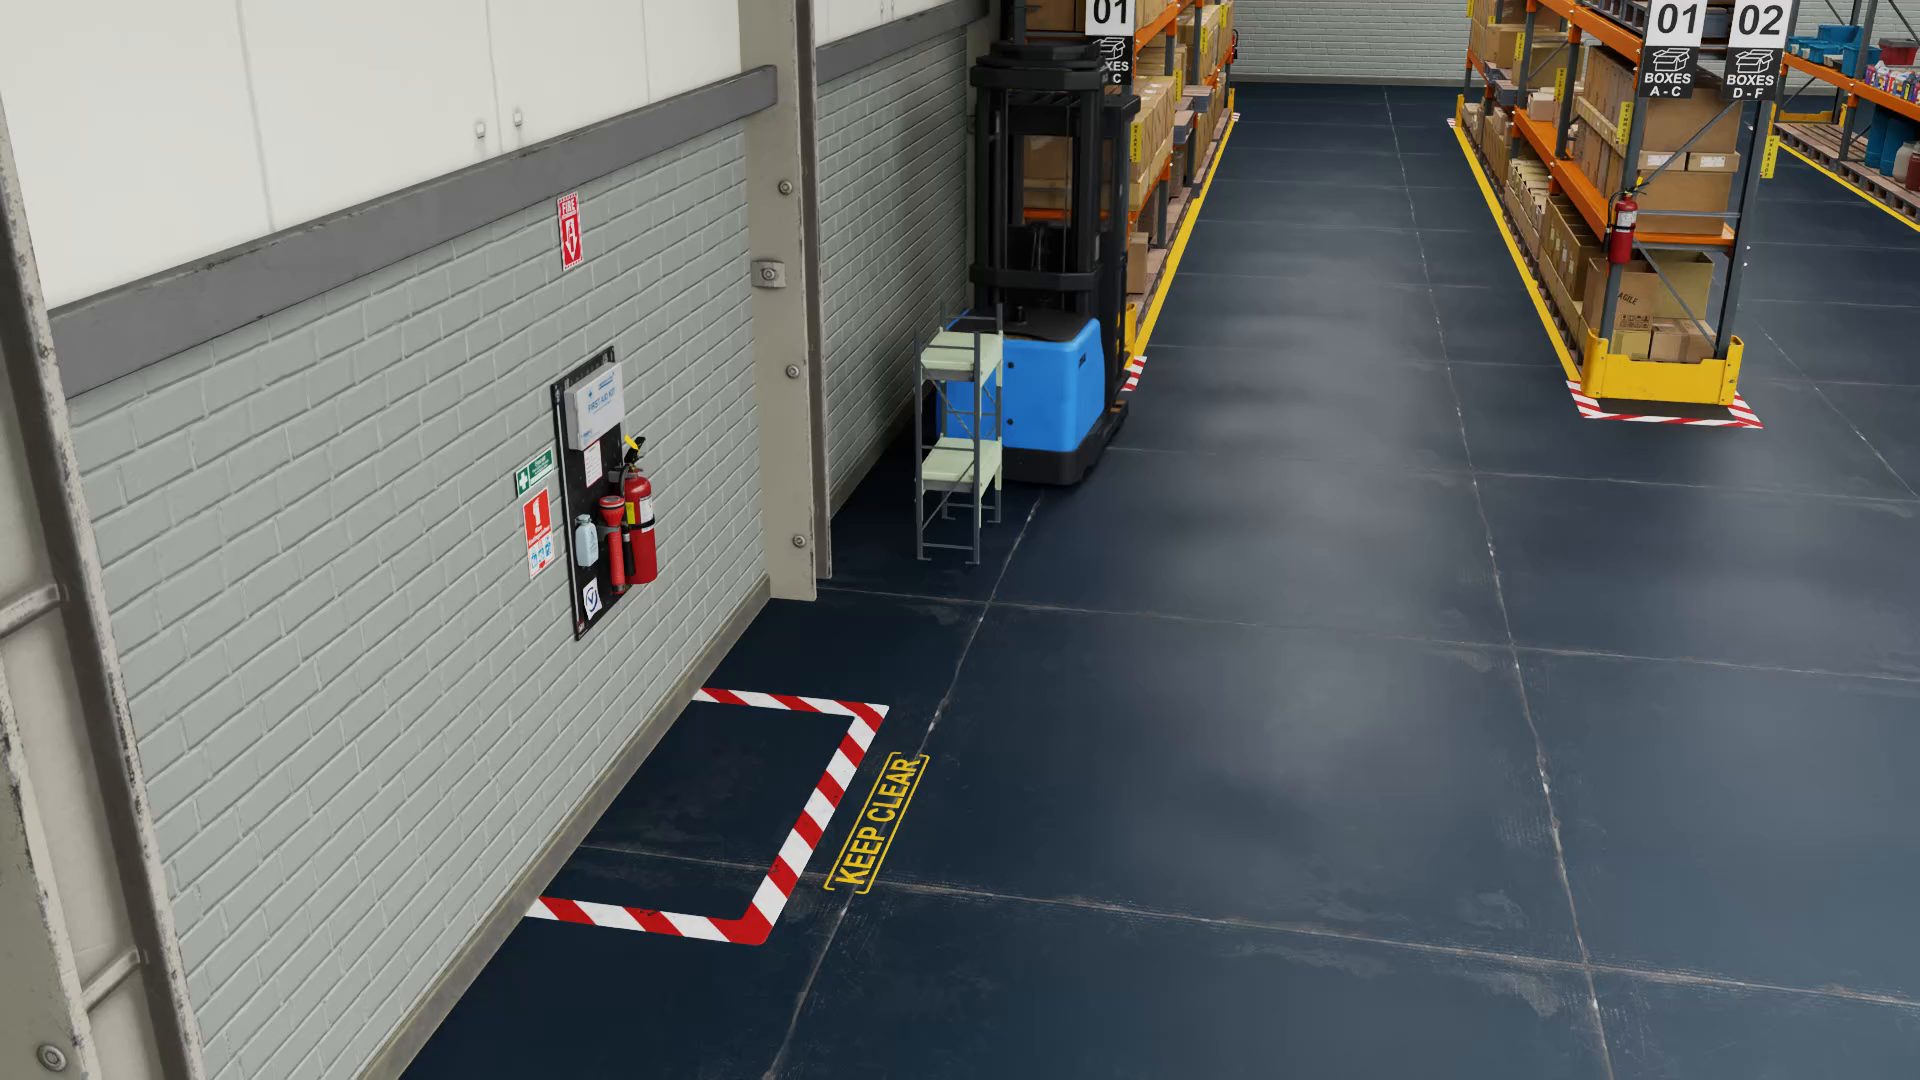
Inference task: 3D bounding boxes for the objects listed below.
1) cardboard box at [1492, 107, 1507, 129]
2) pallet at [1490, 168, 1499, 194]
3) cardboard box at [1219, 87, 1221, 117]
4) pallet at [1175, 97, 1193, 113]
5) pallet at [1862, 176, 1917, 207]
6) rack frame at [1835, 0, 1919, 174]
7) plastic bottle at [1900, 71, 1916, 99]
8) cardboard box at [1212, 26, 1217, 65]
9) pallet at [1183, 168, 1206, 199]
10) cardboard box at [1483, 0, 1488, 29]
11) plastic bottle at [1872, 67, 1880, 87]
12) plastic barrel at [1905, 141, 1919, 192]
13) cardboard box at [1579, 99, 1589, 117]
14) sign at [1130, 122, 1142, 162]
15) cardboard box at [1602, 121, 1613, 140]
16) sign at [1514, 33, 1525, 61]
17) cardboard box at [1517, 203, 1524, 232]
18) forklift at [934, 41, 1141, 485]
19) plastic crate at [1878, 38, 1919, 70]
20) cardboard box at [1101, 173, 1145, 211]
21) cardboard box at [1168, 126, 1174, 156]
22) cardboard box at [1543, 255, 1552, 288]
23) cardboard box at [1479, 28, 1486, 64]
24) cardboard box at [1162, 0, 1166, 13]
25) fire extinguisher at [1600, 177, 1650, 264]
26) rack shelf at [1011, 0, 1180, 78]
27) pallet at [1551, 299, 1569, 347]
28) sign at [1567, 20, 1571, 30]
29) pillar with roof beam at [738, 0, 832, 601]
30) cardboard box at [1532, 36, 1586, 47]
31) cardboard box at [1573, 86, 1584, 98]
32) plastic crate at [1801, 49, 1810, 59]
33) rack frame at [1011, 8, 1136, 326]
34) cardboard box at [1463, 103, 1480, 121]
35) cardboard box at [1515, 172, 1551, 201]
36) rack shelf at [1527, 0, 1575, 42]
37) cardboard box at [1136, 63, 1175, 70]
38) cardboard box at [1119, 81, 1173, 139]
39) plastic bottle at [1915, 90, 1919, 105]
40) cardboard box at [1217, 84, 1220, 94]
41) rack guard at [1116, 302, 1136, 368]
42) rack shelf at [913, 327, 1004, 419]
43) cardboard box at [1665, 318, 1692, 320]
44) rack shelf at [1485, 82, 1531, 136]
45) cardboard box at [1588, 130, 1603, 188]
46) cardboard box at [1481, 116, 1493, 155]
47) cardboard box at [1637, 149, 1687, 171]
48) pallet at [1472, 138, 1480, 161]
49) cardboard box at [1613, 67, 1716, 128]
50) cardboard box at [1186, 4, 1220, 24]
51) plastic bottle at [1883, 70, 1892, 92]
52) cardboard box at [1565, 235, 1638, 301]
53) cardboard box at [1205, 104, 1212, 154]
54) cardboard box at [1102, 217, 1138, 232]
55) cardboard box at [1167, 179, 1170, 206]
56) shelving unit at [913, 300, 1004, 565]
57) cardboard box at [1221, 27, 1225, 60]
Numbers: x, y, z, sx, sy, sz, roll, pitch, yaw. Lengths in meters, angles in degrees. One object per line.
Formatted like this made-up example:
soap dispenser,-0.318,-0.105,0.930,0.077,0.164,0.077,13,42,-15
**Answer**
cardboard box,7.702,-5.863,23.149,0.500,0.250,0.500,5,22,11
pallet,7.868,-4.953,22.870,1.003,0.211,1.213,4,22,11
cardboard box,3.961,-7.238,27.595,0.700,0.500,0.500,4,22,9
pallet,2.213,-5.092,19.738,1.003,0.211,1.213,4,22,11
pallet,12.647,-4.596,21.982,1.003,0.211,1.213,4,22,11
rack frame,13.092,-6.616,23.265,1.000,3.000,0.127,4,22,11
plastic bottle,12.312,-5.900,21.554,0.144,0.351,0.185,4,22,11
cardboard box,3.452,-7.189,24.130,0.500,0.500,0.500,5,22,11
pallet,2.812,-4.897,22.731,1.003,0.211,1.213,4,22,11
cardboard box,8.298,-8.081,25.432,0.500,0.500,0.500,5,22,11
plastic bottle,12.547,-6.326,22.719,0.097,0.271,0.097,0,22,0
plastic barrel,12.589,-4.822,21.478,0.600,0.588,0.708,4,22,11
cardboard box,6.316,-4.241,16.366,0.380,0.149,0.250,5,22,12
sign,1.476,-3.343,13.979,0.100,0.325,0.005,4,22,11
cardboard box,6.001,-3.675,14.961,0.380,0.149,0.250,4,22,10
sign,6.894,-6.070,20.466,0.100,0.325,0.005,4,22,11
cardboard box,6.726,-3.720,19.193,0.500,0.250,0.500,5,22,12
forklift,0.713,-2.264,12.551,1.130,2.935,3.031,6,23,15
plastic crate,13.520,-6.981,24.005,0.402,0.464,0.583,4,22,11
cardboard box,1.355,-3.076,14.651,0.500,0.250,0.500,4,22,9
cardboard box,1.961,-4.189,17.412,0.500,0.250,0.500,5,22,11
cardboard box,6.113,-2.659,16.560,0.500,0.250,0.500,4,22,11
cardboard box,8.301,-7.620,25.625,0.500,0.500,0.500,5,22,12
cardboard box,1.708,-5.299,15.820,0.500,0.500,0.500,4,22,9
fire extinguisher,5.316,-2.562,13.304,0.296,0.674,0.183,4,22,11
rack shelf,1.353,-4.771,15.633,1.077,0.370,4.000,4,22,11
pallet,6.161,-2.040,15.637,1.003,0.211,1.213,4,22,11
sign,8.788,-7.491,23.888,0.100,0.325,0.005,4,22,11
pillar with roof beam,3.231,-3.564,7.659,9.100,9.000,0.400,4,22,11
cardboard box,7.819,-6.332,21.864,0.700,0.500,0.500,9,24,21
cardboard box,6.994,-4.771,18.550,0.500,0.500,0.500,4,22,11
plastic crate,13.251,-7.560,25.882,0.250,0.136,0.298,4,22,11
rack frame,0.945,-2.982,14.243,1.000,3.000,0.127,4,22,11
cardboard box,8.569,-7.026,27.376,0.500,0.250,0.500,4,22,11
cardboard box,6.828,-4.163,19.543,0.500,0.311,0.500,4,22,9
rack shelf,7.019,-5.858,18.332,1.077,0.370,4.000,4,22,11
cardboard box,2.019,-5.083,18.737,0.700,0.500,0.500,7,23,16
cardboard box,1.871,-4.353,16.818,0.500,0.500,0.500,4,22,11
plastic bottle,12.168,-5.616,21.048,0.097,0.201,0.097,0,22,0
cardboard box,4.001,-7.275,26.818,0.380,0.149,0.250,4,22,9
rack guard,0.960,-1.851,14.779,1.175,0.500,0.348,4,22,11
rack shelf,-0.001,-1.055,10.422,0.431,0.370,0.720,4,22,11
cardboard box,6.221,-1.888,14.644,0.500,0.250,0.500,4,22,11
rack shelf,7.836,-5.930,22.524,1.077,0.370,4.000,4,22,11
cardboard box,6.319,-3.576,15.583,0.700,0.500,0.500,5,22,12
cardboard box,7.906,-5.881,24.198,0.500,0.500,0.500,3,22,8
cardboard box,5.687,-3.108,13.552,0.380,0.149,0.250,4,22,10
pallet,8.385,-5.952,25.350,1.003,0.211,1.213,4,22,11
cardboard box,6.118,-3.820,14.454,0.700,0.500,0.500,5,22,11
cardboard box,3.549,-7.722,24.450,0.500,0.250,0.500,5,22,12
plastic bottle,12.418,-6.135,22.228,0.061,0.283,0.133,4,22,11
cardboard box,5.803,-2.459,15.058,0.500,0.500,0.500,4,22,11
cardboard box,3.210,-5.996,24.041,0.750,0.750,0.750,5,23,13
cardboard box,1.588,-3.107,17.310,0.500,0.500,0.500,3,22,7
cardboard box,2.189,-4.322,20.327,0.700,0.500,0.500,4,22,11
shelving unit,-0.001,-0.693,10.567,0.431,1.500,0.755,4,22,11
cardboard box,3.675,-7.974,26.236,0.980,0.700,0.700,4,22,10
